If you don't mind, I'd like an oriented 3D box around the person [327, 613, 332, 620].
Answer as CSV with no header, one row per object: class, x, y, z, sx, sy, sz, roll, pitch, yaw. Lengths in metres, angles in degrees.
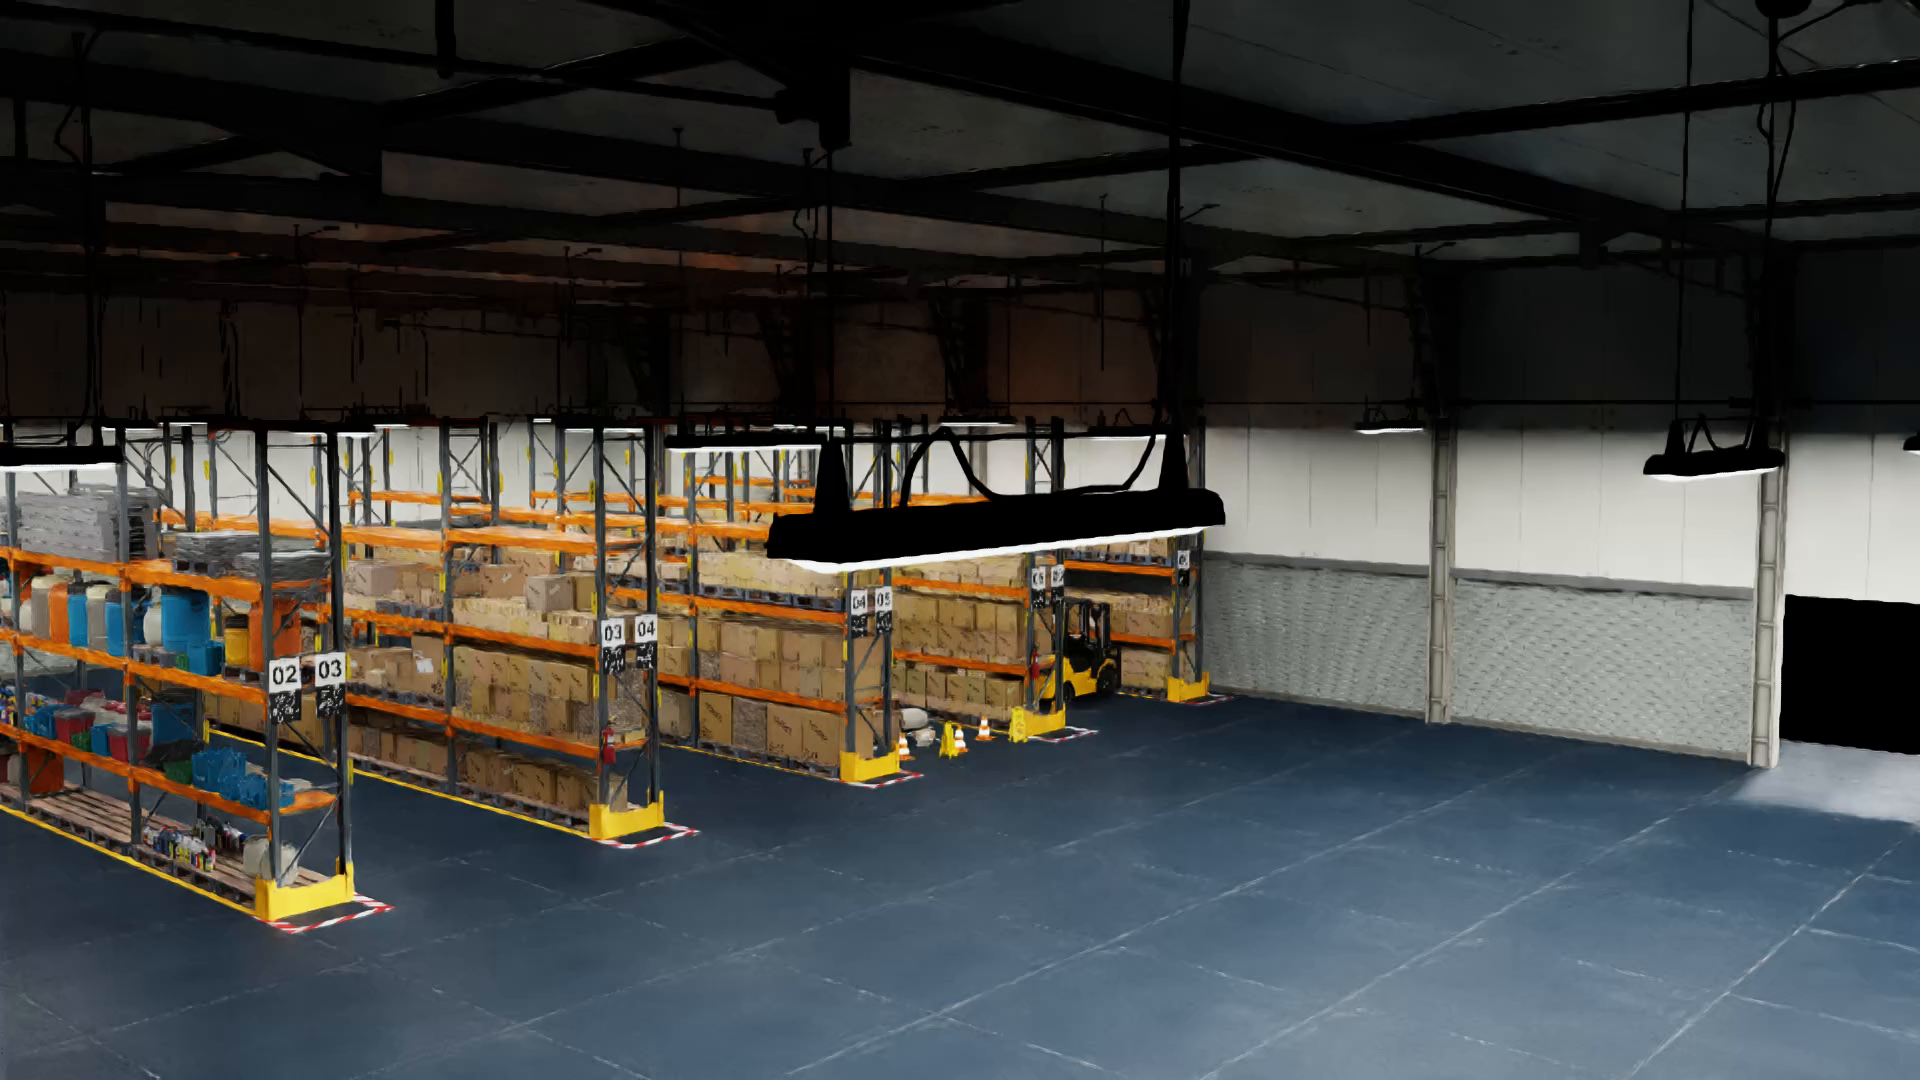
person,-15.469,2.174,40.776,0.455,1.543,0.885,-2,5,-25
